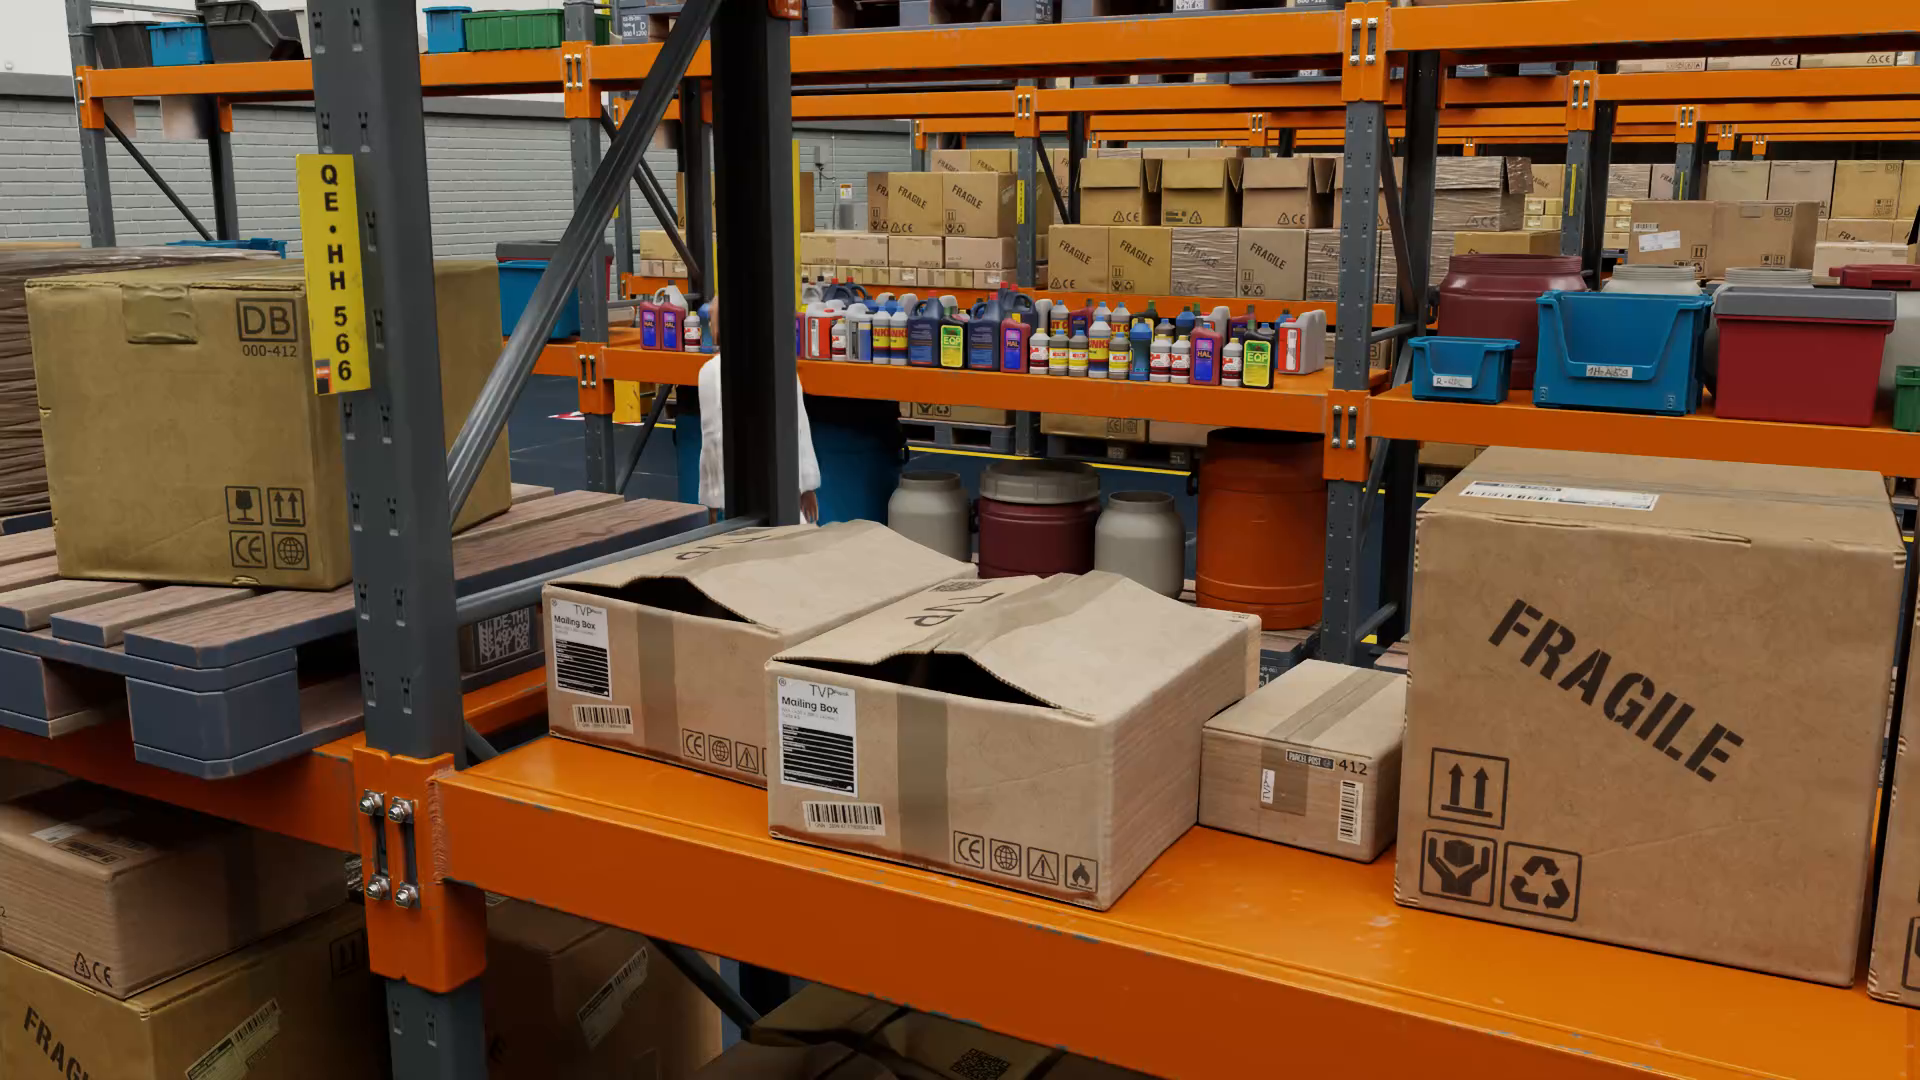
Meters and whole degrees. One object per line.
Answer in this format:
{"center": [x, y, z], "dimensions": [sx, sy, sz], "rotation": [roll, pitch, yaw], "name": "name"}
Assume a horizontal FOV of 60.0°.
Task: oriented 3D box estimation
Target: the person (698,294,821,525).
{"center": [-0.868, -0.192, 6.996], "dimensions": [1.216, 1.718, 0.586], "rotation": [6, 14, 27], "name": "person"}
